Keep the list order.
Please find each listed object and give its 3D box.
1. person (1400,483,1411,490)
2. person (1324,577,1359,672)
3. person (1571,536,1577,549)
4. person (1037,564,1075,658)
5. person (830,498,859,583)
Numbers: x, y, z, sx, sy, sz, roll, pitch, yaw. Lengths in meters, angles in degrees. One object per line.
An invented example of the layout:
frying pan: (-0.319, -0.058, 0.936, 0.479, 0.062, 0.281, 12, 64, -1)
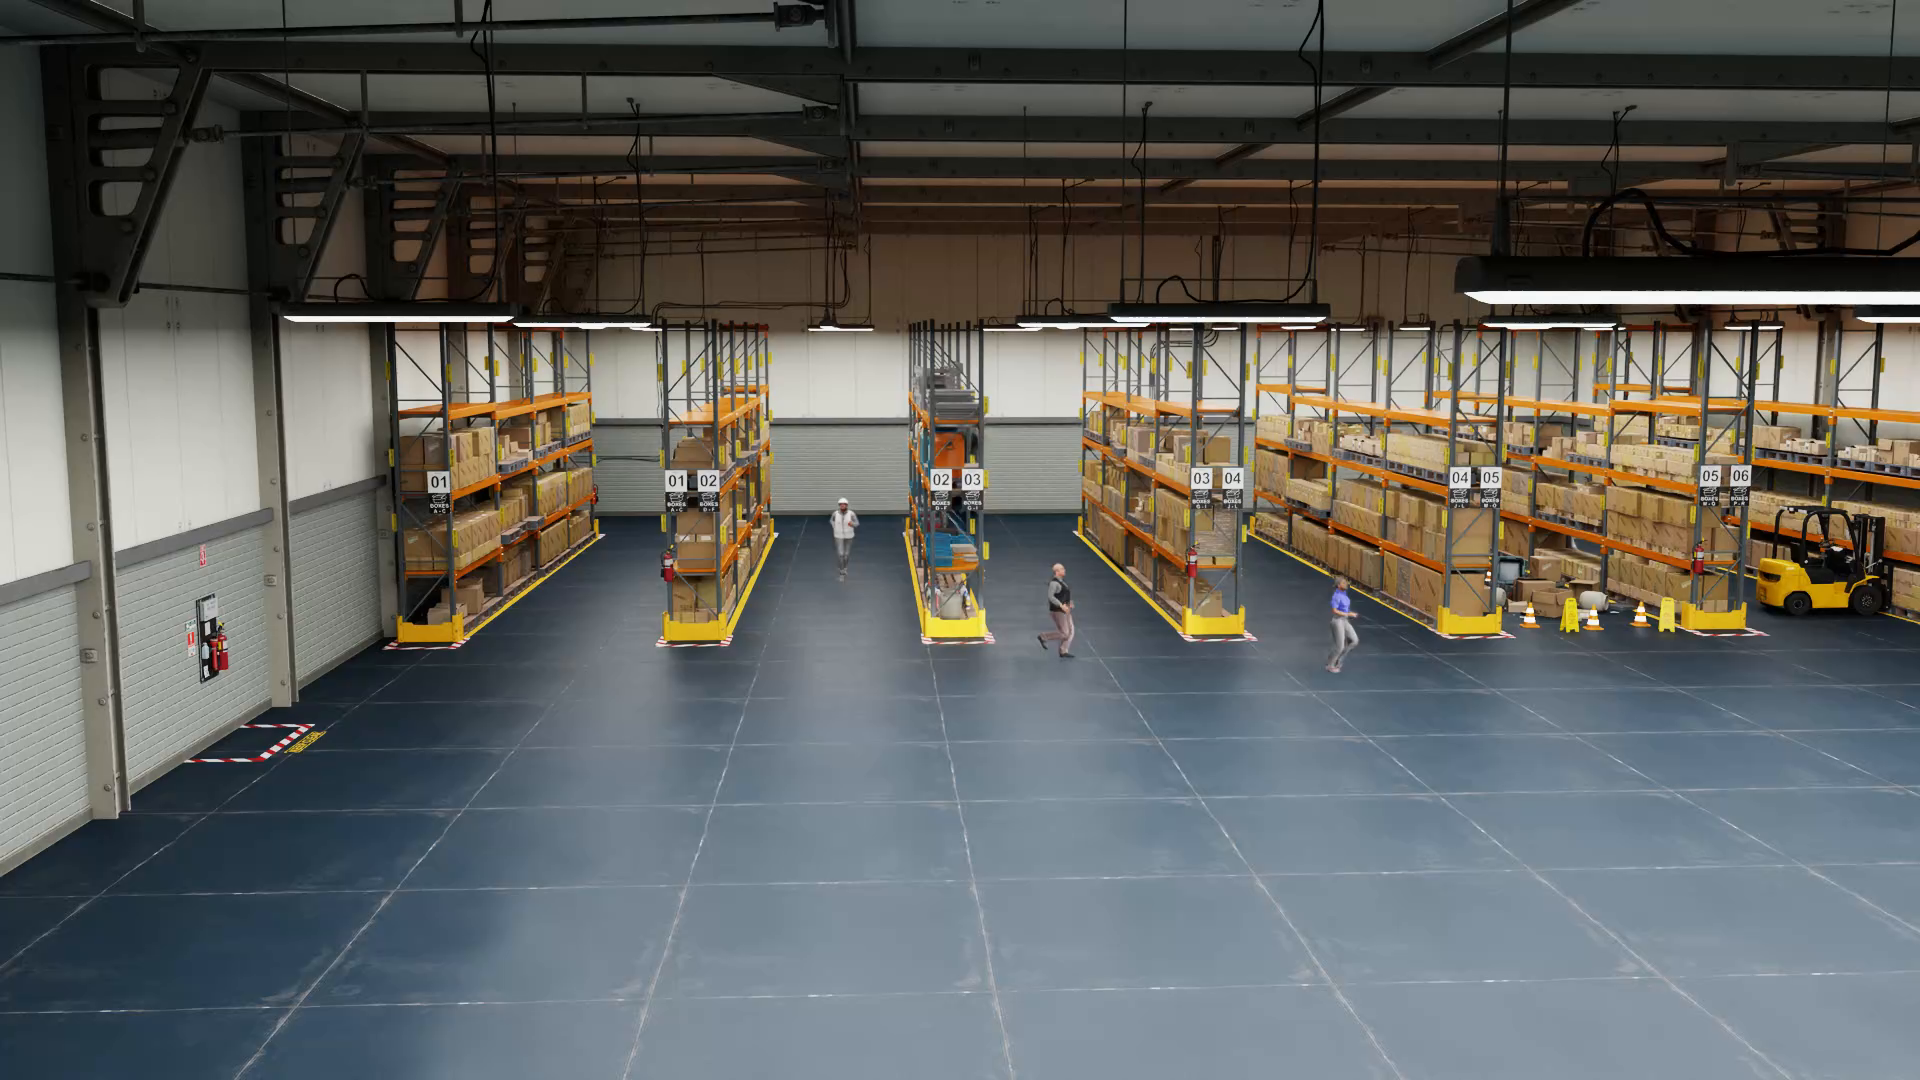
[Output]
person: (13.291, -1.210, 49.521, 0.726, 1.670, 0.774, 2, 7, 14)
person: (6.481, 1.437, 28.200, 0.576, 1.615, 0.630, 4, 8, 32)
person: (15.756, -0.411, 42.653, 0.714, 1.762, 0.794, 0, 7, -2)
person: (1.734, 1.258, 29.489, 0.678, 1.681, 0.659, 3, 8, 20)
person: (-2.566, -0.020, 37.139, 0.630, 1.861, 0.751, -1, 7, -7)
